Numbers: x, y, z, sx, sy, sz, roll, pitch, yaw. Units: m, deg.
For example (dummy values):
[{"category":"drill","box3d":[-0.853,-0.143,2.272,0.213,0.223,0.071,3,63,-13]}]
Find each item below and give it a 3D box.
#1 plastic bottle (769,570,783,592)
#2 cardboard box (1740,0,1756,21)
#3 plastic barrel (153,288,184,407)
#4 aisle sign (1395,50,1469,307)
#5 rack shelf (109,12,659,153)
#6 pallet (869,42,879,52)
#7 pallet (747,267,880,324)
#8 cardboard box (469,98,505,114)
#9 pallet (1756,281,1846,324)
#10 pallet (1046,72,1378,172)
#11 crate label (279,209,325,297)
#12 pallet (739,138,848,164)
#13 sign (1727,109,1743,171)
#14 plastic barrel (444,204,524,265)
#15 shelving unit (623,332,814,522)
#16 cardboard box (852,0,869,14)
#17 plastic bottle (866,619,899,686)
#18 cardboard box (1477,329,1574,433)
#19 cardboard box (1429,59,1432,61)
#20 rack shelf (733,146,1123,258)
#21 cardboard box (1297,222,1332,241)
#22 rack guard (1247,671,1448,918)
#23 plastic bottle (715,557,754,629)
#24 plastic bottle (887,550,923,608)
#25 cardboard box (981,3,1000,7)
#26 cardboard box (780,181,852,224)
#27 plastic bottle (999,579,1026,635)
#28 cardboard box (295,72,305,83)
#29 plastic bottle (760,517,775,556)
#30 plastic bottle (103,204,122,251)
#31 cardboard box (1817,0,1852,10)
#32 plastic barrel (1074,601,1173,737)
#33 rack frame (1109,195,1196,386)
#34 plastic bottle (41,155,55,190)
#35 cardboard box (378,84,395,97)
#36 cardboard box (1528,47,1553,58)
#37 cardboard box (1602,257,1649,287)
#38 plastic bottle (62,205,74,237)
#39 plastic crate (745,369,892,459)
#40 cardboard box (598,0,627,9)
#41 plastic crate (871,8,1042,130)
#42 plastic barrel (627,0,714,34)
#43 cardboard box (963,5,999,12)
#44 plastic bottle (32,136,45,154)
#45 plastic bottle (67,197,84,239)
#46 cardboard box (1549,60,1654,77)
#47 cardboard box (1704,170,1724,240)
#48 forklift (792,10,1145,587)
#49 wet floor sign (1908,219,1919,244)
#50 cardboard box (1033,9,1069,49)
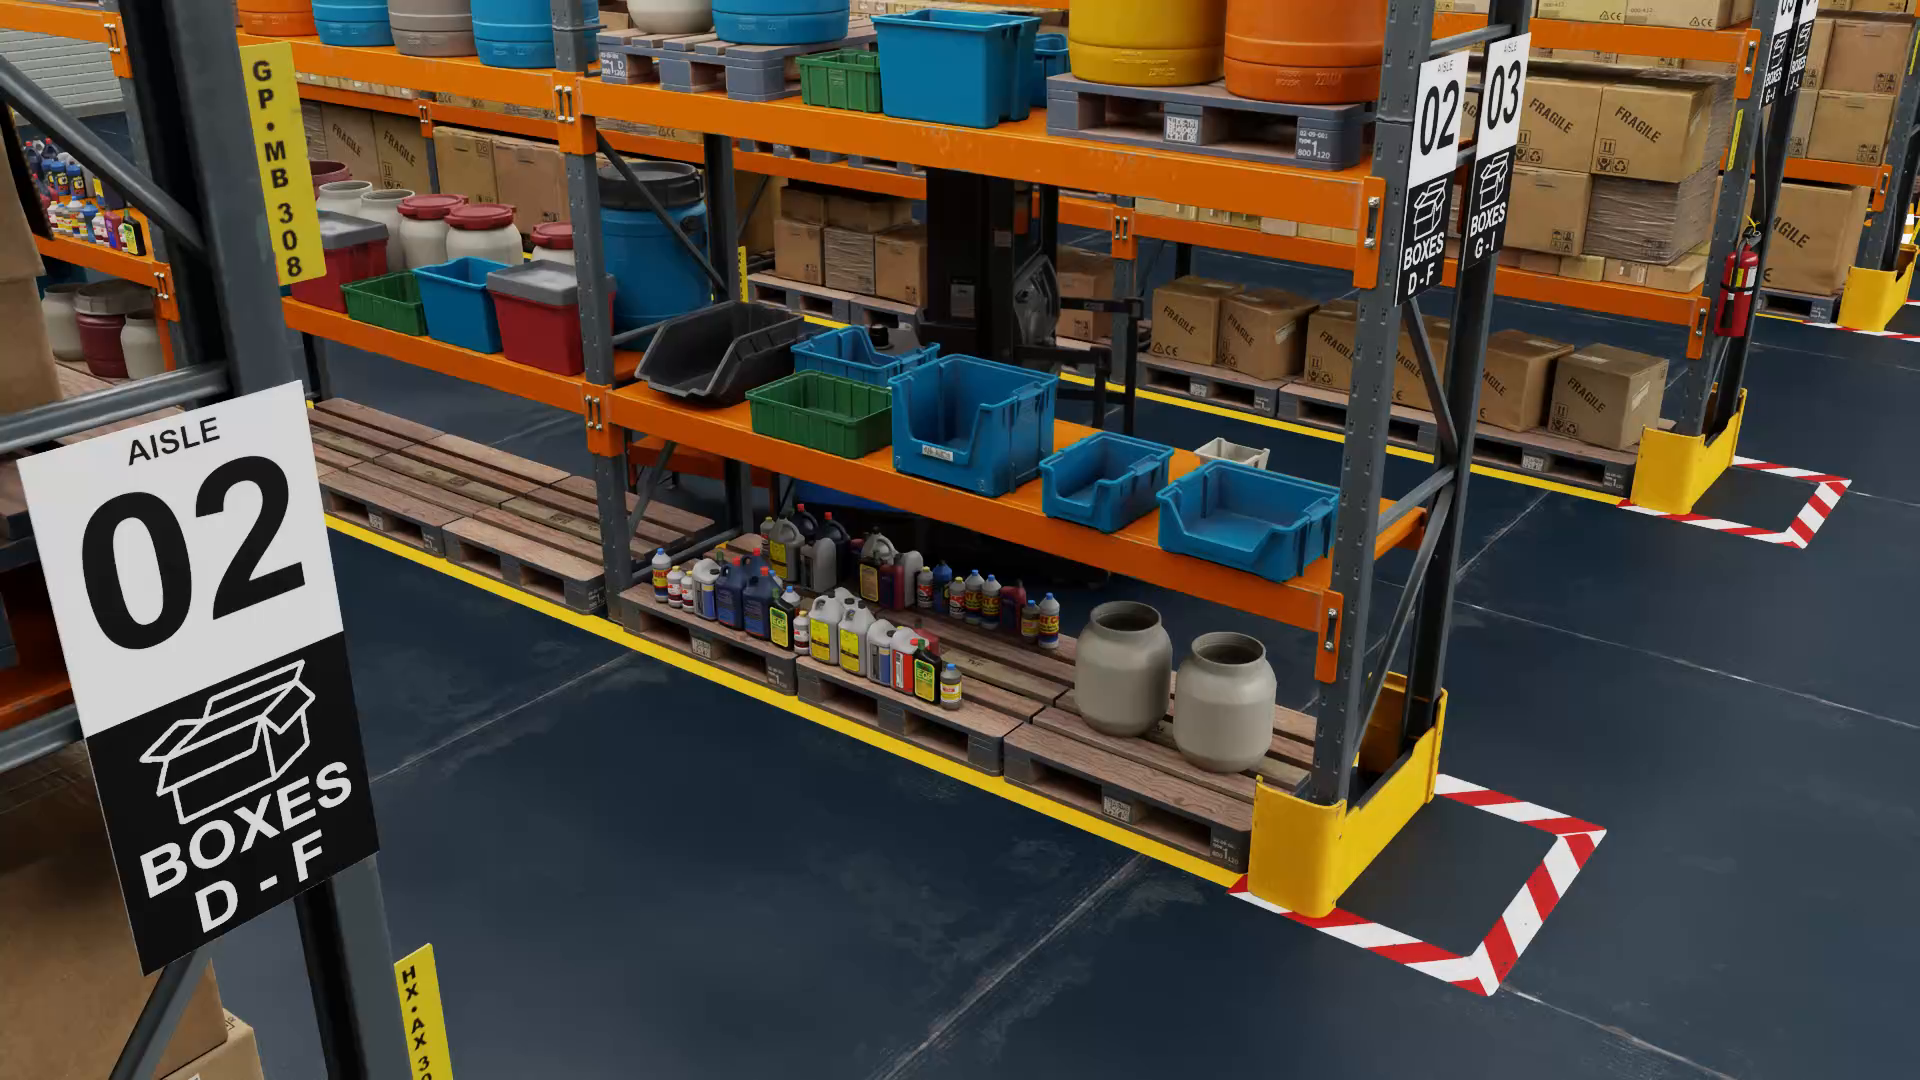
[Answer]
[{"category":"plastic bottle","box3d":[-0.924,0.279,8.234,0.097,0.271,0.097,0,24,0]},{"category":"cardboard box","box3d":[4.432,-3.228,9.822,0.500,0.250,0.500,18,29,35]},{"category":"plastic barrel","box3d":[-5.112,-1.372,11.315,0.708,0.830,0.600,17,29,33]},{"category":"aisle sign","box3d":[1.571,-1.202,5.534,0.004,0.787,0.394,17,29,33]},{"category":"rack shelf","box3d":[-3.110,-2.620,9.149,4.000,0.370,1.077,17,29,33]},{"category":"pallet","box3d":[-0.292,-5.612,19.005,1.213,0.211,1.003,17,29,33]},{"category":"pallet","box3d":[-1.115,-2.193,14.465,1.213,0.211,1.003,17,29,33]},{"category":"cardboard box","box3d":[-4.319,-4.358,15.798,0.500,0.500,0.500,17,29,33]},{"category":"pallet","box3d":[7.031,-2.192,14.463,1.213,0.211,1.003,17,29,33]},{"category":"pallet","box3d":[1.088,-1.644,6.275,1.213,0.211,1.003,17,29,33]},{"category":"crate label","box3d":[-4.077,-1.749,9.956,0.616,0.435,0.502,17,29,33]},{"category":"pallet","box3d":[-1.105,-3.433,14.059,1.003,0.211,1.213,17,29,33]},{"category":"sign","box3d":[4.313,-2.224,9.250,0.005,0.325,0.100,17,29,33]},{"category":"plastic barrel","box3d":[-2.730,-1.635,9.572,0.433,0.535,0.433,0,24,0]},{"category":"shelving unit","box3d":[-1.433,-0.693,9.927,1.048,1.125,0.538,11,26,23]},{"category":"cardboard box","box3d":[-1.011,-6.056,18.828,0.250,0.149,0.380,17,29,33]},{"category":"plastic bottle","box3d":[-0.337,0.513,7.698,0.135,0.276,0.152,16,28,32]},{"category":"cardboard box","box3d":[3.674,-1.062,11.020,0.500,0.500,0.500,-17,29,-34]},{"category":"cardboard box","box3d":[2.876,-2.781,10.609,0.500,0.500,0.500,17,29,33]},{"category":"rack shelf","box3d":[-0.139,-2.846,13.381,4.000,0.370,1.077,17,29,33]},{"category":"cardboard box","box3d":[2.468,-2.133,11.182,0.250,0.149,0.380,17,29,33]},{"category":"rack guard","box3d":[1.603,1.015,6.827,0.348,0.500,1.175,17,29,33]},{"category":"plastic bottle","box3d":[-1.112,0.247,8.209,0.185,0.351,0.144,18,29,35]},{"category":"plastic bottle","box3d":[-0.281,0.180,8.454,0.135,0.276,0.152,17,29,34]},{"category":"cardboard box","box3d":[0.441,-5.947,18.580,0.250,0.149,0.380,15,28,31]},{"category":"cardboard box","box3d":[-1.185,-2.907,14.251,0.500,0.250,0.500,18,30,35]},{"category":"plastic bottle","box3d":[0.257,0.316,8.135,0.133,0.283,0.061,17,29,34]},{"category":"cardboard box","box3d":[-6.823,-4.914,17.495,0.250,0.149,0.380,16,28,32]},{"category":"plastic bottle","box3d":[-1.032,-0.027,9.016,0.097,0.201,0.097,0,24,0]},{"category":"plastic bottle","box3d":[-5.474,-2.023,10.766,0.133,0.283,0.061,17,29,33]},{"category":"cardboard box","box3d":[9.196,-5.829,17.526,0.500,0.500,0.700,16,29,33]},{"category":"plastic barrel","box3d":[0.718,0.565,7.313,0.421,0.512,0.421,0,24,0]},{"category":"rack frame","box3d":[1.461,-2.691,12.138,0.127,3.000,1.000,17,29,33]},{"category":"plastic bottle","box3d":[-6.766,-2.723,12.369,0.097,0.271,0.097,0,24,0]},{"category":"cardboard box","box3d":[-5.587,-4.541,16.648,0.250,0.149,0.380,17,29,34]},{"category":"cardboard box","box3d":[5.301,-4.634,15.022,0.550,0.550,0.875,17,29,33]},{"category":"cardboard box","box3d":[4.111,-1.672,10.136,0.250,0.149,0.380,17,29,33]},{"category":"plastic bottle","box3d":[-5.945,-2.137,11.126,0.097,0.201,0.097,0,24,0]},{"category":"plastic crate","box3d":[-0.592,-0.577,7.602,0.662,0.188,0.450,17,29,33]},{"category":"cardboard box","box3d":[-3.375,-4.664,15.247,0.637,0.503,0.797,18,29,35]},{"category":"plastic crate","box3d":[-0.015,-1.855,6.540,0.575,0.384,0.392,17,29,33]},{"category":"plastic barrel","box3d":[-1.282,-2.542,7.419,0.421,0.512,0.421,0,24,0]},{"category":"cardboard box","box3d":[0.240,-5.679,17.972,0.250,0.149,0.380,18,29,35]},{"category":"plastic bottle","box3d":[-6.979,-2.888,12.647,0.185,0.351,0.144,17,29,33]},{"category":"plastic bottle","box3d":[-5.867,-2.146,11.059,0.097,0.271,0.097,0,24,0]},{"category":"cardboard box","box3d":[3.990,-2.707,10.442,0.500,0.500,0.500,17,29,33]},{"category":"cardboard box","box3d":[6.430,-2.874,14.668,0.875,0.875,0.875,16,29,32]},{"category":"forklift","box3d":[0.611,-1.318,9.107,3.031,2.935,1.130,6,25,14]},{"category":"wet floor sign","box3d":[8.928,-2.854,15.428,0.232,0.644,0.267,12,26,24]},{"category":"cardboard box","box3d":[0.910,-3.395,12.471,1.000,1.000,1.000,17,29,34]}]
